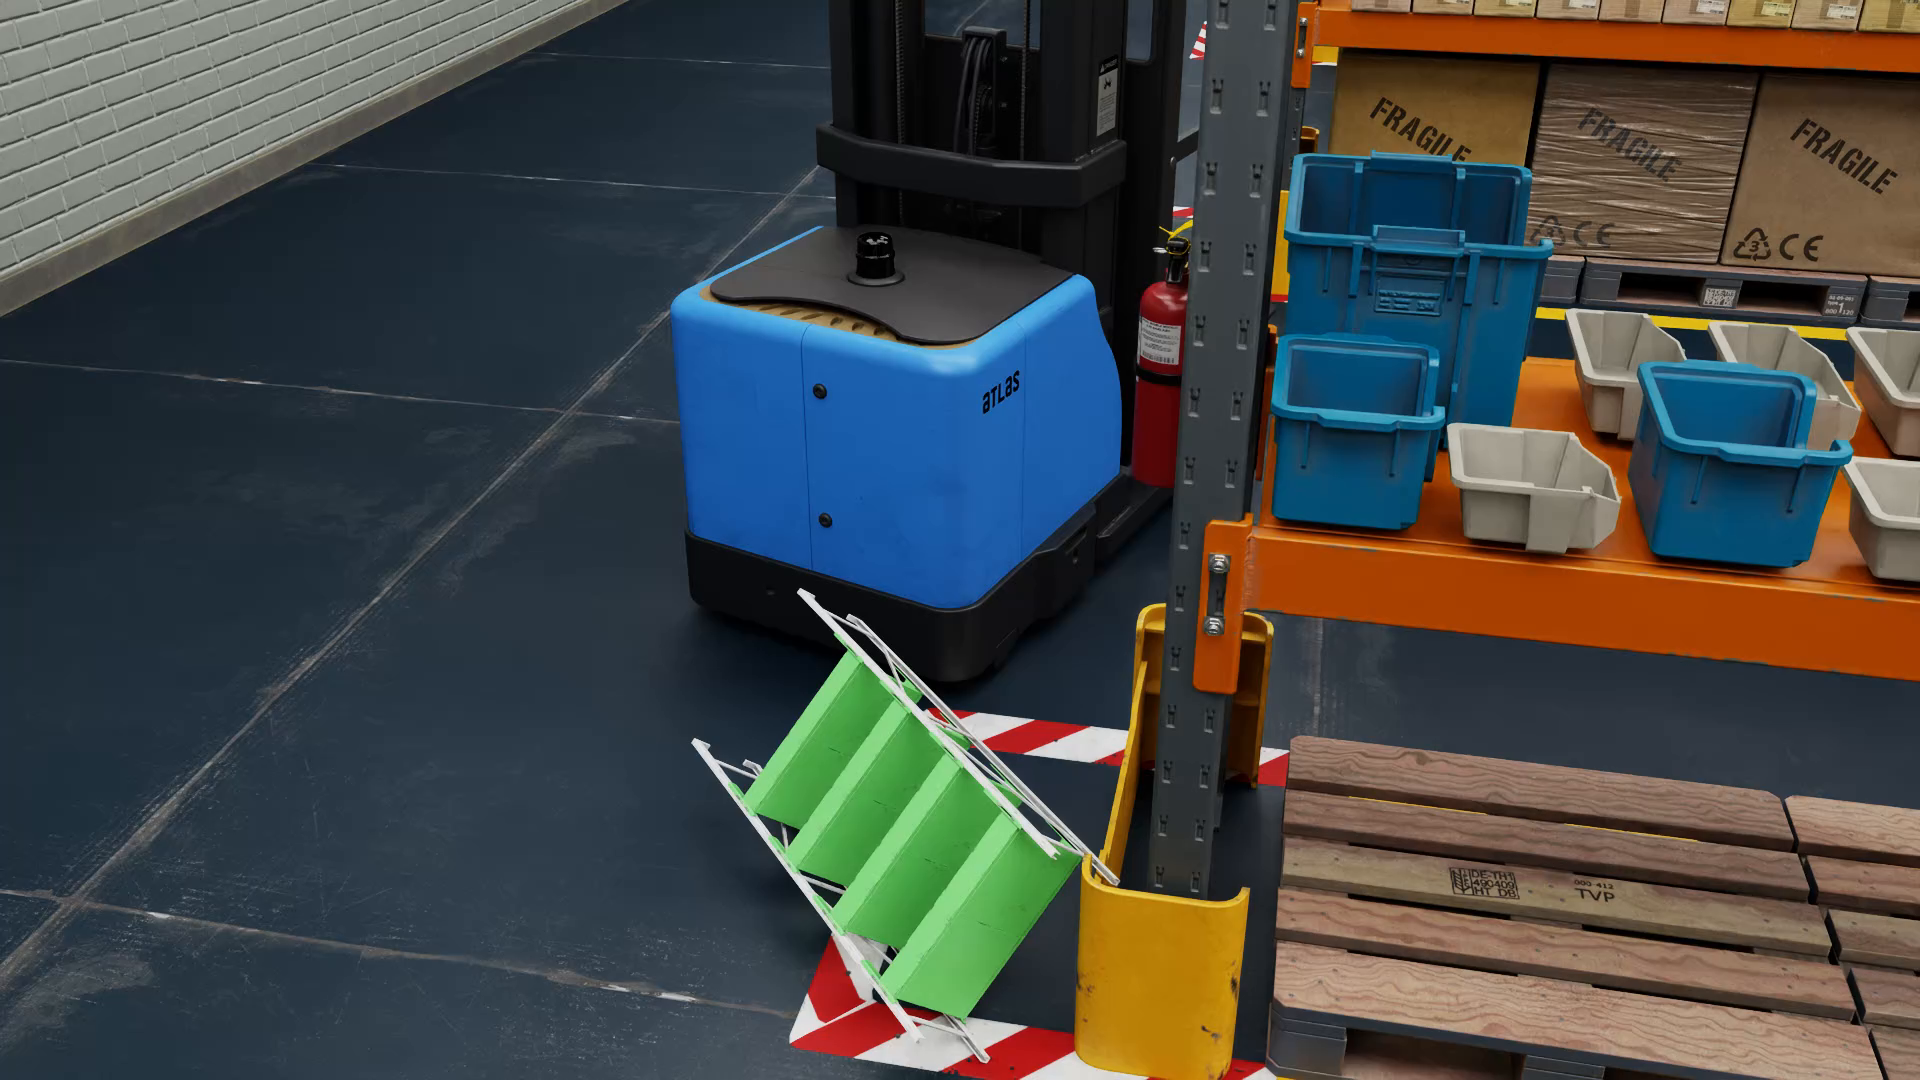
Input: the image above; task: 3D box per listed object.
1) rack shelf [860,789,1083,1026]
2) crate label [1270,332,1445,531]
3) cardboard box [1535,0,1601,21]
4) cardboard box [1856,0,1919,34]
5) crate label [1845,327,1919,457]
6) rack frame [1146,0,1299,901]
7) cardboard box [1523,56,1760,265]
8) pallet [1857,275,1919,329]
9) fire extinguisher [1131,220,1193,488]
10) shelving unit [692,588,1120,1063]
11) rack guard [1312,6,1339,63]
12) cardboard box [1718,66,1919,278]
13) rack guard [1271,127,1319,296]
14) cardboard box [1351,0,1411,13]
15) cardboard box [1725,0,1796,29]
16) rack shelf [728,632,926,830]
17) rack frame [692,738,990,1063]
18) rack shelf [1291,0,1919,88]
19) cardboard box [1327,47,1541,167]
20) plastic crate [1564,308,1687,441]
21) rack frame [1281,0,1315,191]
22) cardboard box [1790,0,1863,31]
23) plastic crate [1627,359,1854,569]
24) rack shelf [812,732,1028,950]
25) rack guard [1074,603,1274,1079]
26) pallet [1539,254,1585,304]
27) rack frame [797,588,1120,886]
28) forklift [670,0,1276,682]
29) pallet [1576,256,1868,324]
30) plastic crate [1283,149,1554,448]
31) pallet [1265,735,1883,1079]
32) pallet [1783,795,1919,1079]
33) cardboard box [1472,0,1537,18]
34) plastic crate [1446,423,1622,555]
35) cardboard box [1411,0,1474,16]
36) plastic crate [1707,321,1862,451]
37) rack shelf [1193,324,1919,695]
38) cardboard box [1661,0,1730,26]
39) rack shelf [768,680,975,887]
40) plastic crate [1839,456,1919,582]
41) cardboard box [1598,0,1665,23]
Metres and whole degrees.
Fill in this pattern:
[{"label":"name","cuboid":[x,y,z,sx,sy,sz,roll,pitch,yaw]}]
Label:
[{"label":"rack shelf","cuboid":[0.034,0.818,3.687,0.258,0.480,0.148,31,6,-42]},{"label":"crate label","cuboid":[0.730,-0.200,3.104,0.303,0.233,0.416,6,29,11]},{"label":"cardboard box","cuboid":[2.627,-2.376,7.228,0.250,0.149,0.380,5,29,10]},{"label":"cardboard box","cuboid":[3.880,-2.247,6.992,0.250,0.149,0.380,5,29,10]},{"label":"crate label","cuboid":[1.951,-0.288,3.365,0.243,0.136,0.396,6,29,11]},{"label":"rack frame","cuboid":[0.558,-0.427,3.406,0.127,3.000,1.000,6,29,11]},{"label":"cardboard box","cuboid":[3.124,-1.887,7.849,0.875,0.875,0.875,6,29,11]},{"label":"pallet","cuboid":[4.776,-1.241,7.798,1.213,0.211,1.003,6,29,11]},{"label":"fire extinguisher","cuboid":[0.505,-0.458,3.931,0.183,0.674,0.296,6,29,11]},{"label":"shelving unit","cuboid":[-0.179,0.637,3.995,0.258,0.503,1.200,31,6,-42]},{"label":"rack guard","cuboid":[2.801,-3.968,12.477,0.348,0.500,1.175,6,29,11]},{"label":"cardboard box","cuboid":[3.995,-1.798,7.686,0.875,0.875,0.875,6,29,11]},{"label":"rack guard","cuboid":[1.568,-1.659,8.259,0.348,0.500,1.175,6,29,11]},{"label":"cardboard box","cuboid":[1.870,-2.452,7.367,0.250,0.149,0.380,6,29,11]},{"label":"cardboard box","cuboid":[3.375,-2.298,7.086,0.250,0.149,0.380,5,29,9]},{"label":"rack shelf","cuboid":[-0.335,0.505,4.221,0.258,0.480,0.148,31,6,-42]},{"label":"rack frame","cuboid":[-0.320,0.836,4.014,0.240,0.015,1.200,31,6,-42]},{"label":"rack shelf","cuboid":[3.548,-2.237,7.461,4.000,0.370,1.077,6,29,11]},{"label":"cardboard box","cuboid":[2.234,-1.978,8.015,0.875,0.875,0.875,6,29,11]},{"label":"plastic crate","cuboid":[1.393,-0.341,3.461,0.243,0.136,0.396,6,29,11]},{"label":"rack frame","cuboid":[1.592,-2.753,7.654,0.127,3.000,1.000,6,29,11]},{"label":"cardboard box","cuboid":[3.632,-2.273,7.040,0.250,0.149,0.380,6,29,11]},{"label":"plastic crate","cuboid":[1.374,-0.134,2.983,0.300,0.233,0.416,6,29,11]},{"label":"rack shelf","cuboid":[-0.089,0.714,3.865,0.258,0.480,0.148,31,6,-42]},{"label":"rack guard","cuboid":[0.531,0.673,3.999,0.348,0.500,1.175,6,29,11]},{"label":"pallet","cuboid":[2.390,-1.486,8.245,1.213,0.211,1.003,6,29,11]},{"label":"rack frame","cuboid":[-0.038,0.439,3.977,0.240,0.015,1.200,31,6,-42]},{"label":"forklift","cuboid":[0.310,-1.545,5.520,1.130,2.935,3.031,15,32,26]},{"label":"pallet","cuboid":[3.580,-1.363,8.019,1.213,0.211,1.003,6,29,11]},{"label":"plastic crate","cuboid":[0.924,-0.523,3.482,0.499,0.435,0.616,6,29,11]},{"label":"pallet","cuboid":[1.356,0.897,3.891,1.213,0.211,1.003,6,29,11]},{"label":"pallet","cuboid":[2.545,1.021,3.666,1.213,0.211,1.003,6,29,11]},{"label":"cardboard box","cuboid":[2.372,-2.401,7.274,0.250,0.149,0.380,5,29,9]},{"label":"plastic crate","cuboid":[1.027,-0.087,2.997,0.298,0.136,0.250,6,29,11]},{"label":"cardboard box","cuboid":[2.121,-2.427,7.321,0.250,0.149,0.380,5,29,10]},{"label":"plastic crate","cuboid":[1.673,-0.305,3.395,0.243,0.136,0.396,6,29,11]},{"label":"rack shelf","cuboid":[2.513,0.089,3.212,4.000,0.370,1.077,6,29,11]},{"label":"cardboard box","cuboid":[3.128,-2.324,7.133,0.250,0.149,0.380,6,29,10]},{"label":"rack shelf","cuboid":[-0.212,0.610,4.043,0.258,0.480,0.148,31,6,-42]},{"label":"plastic crate","cuboid":[1.690,-0.019,2.873,0.298,0.136,0.250,6,29,11]},{"label":"cardboard box","cuboid":[2.875,-2.350,7.180,0.250,0.149,0.380,5,29,10]}]
